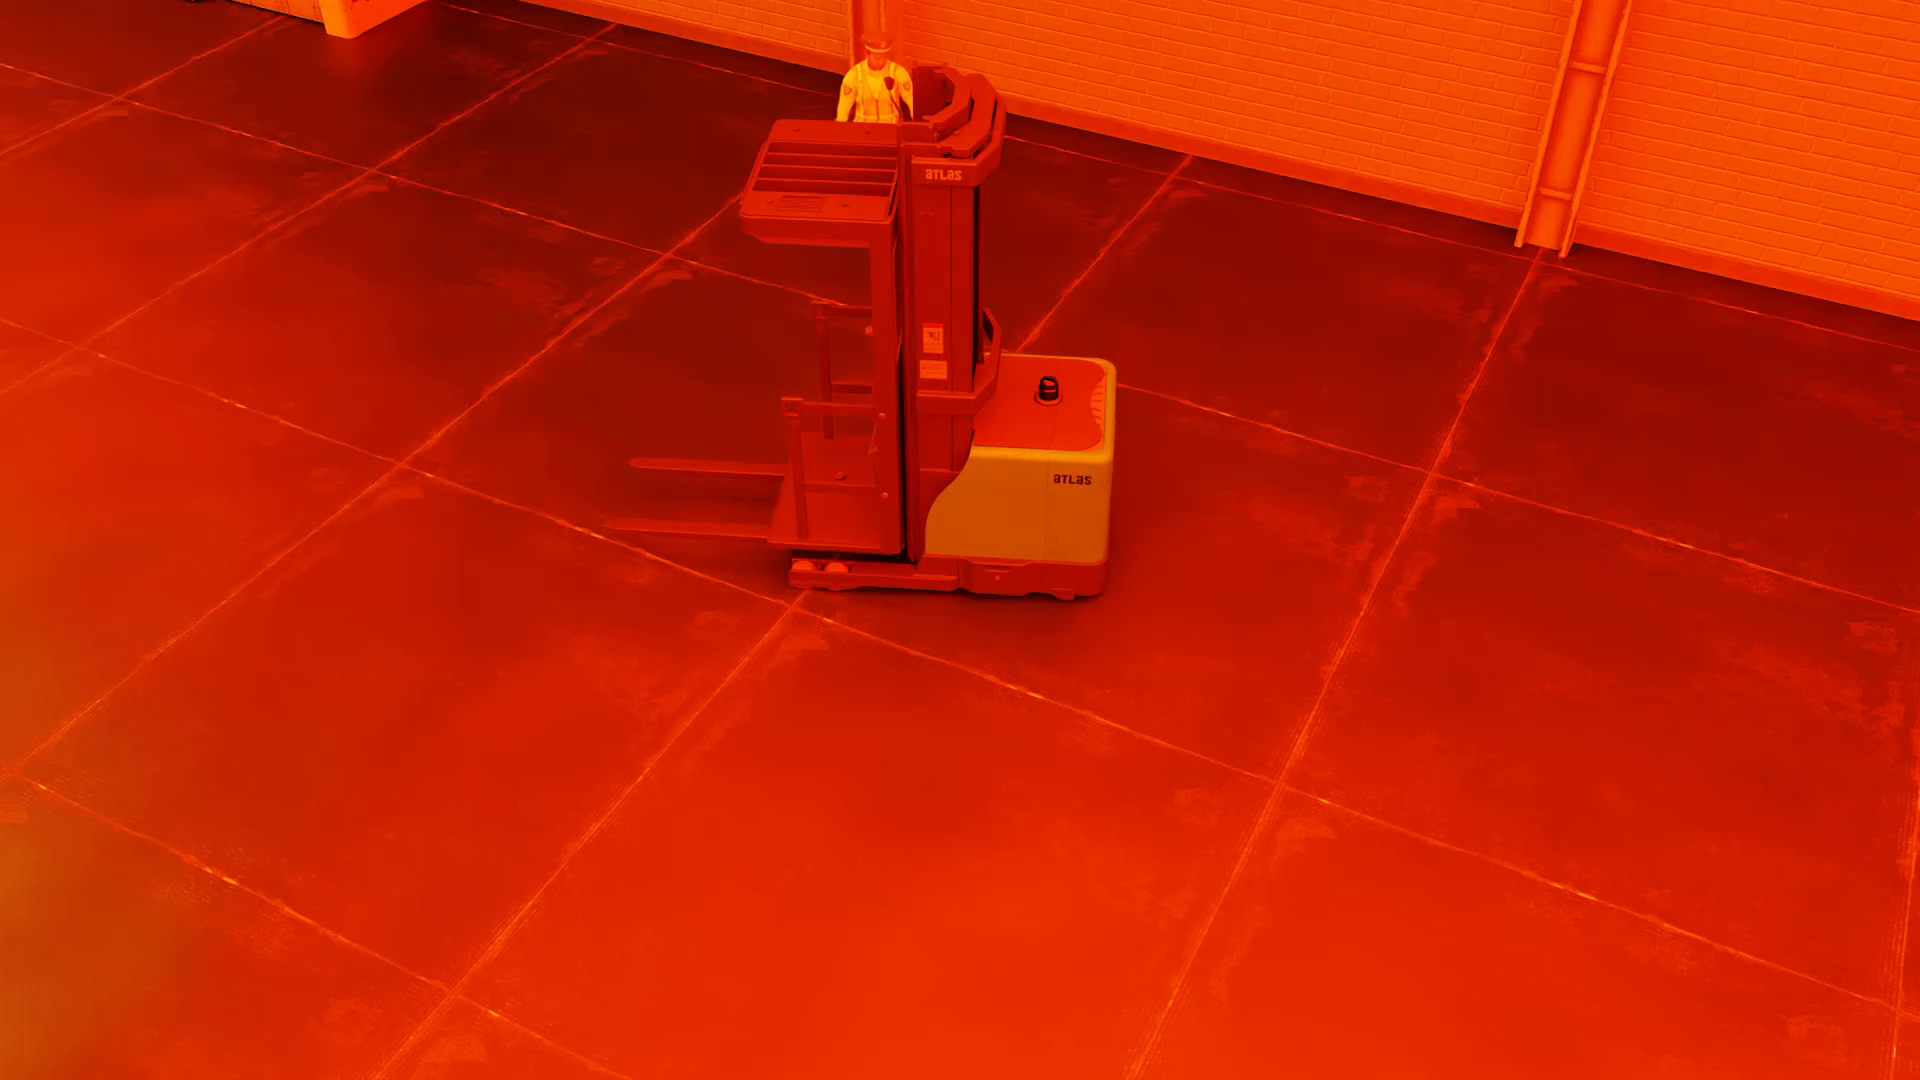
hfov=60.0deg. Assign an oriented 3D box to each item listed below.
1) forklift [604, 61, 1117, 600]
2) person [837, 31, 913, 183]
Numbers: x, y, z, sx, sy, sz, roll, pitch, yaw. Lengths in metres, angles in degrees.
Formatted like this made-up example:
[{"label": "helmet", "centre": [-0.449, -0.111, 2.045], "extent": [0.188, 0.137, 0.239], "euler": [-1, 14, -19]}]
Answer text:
[{"label": "forklift", "centre": [-0.606, -1.157, 9.360], "extent": [3.031, 2.935, 1.130], "euler": [3, 40, 4]}, {"label": "person", "centre": [-0.590, -3.078, 12.646], "extent": [0.707, 1.642, 0.379], "euler": [-4, 40, -5]}]
